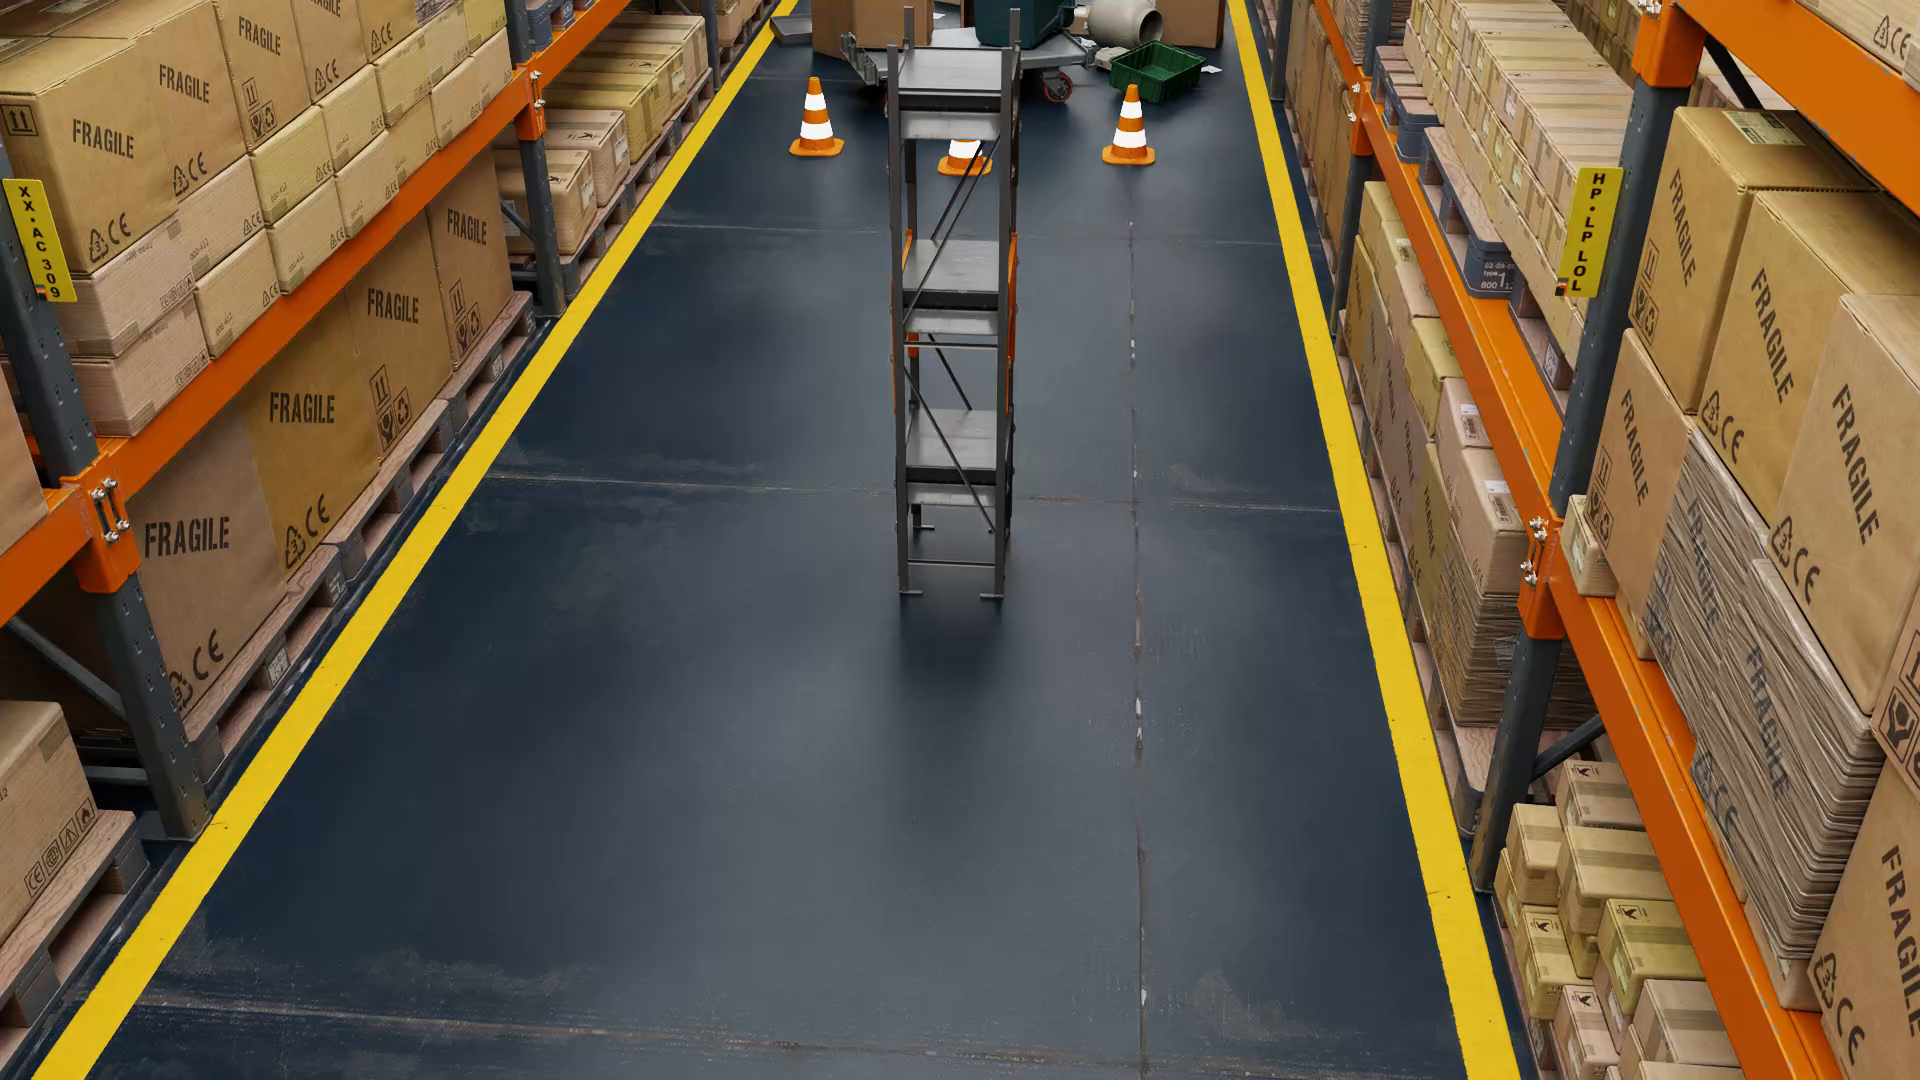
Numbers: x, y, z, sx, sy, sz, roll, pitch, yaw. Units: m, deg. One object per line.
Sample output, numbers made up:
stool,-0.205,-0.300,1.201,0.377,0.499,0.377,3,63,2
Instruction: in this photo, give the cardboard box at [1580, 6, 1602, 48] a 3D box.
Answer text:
cardboard box,2.775,-2.091,6.840,0.380,0.149,0.250,4,32,6

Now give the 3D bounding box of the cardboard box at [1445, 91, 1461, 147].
cardboard box,2.061,-1.595,6.318,0.380,0.149,0.250,3,32,6

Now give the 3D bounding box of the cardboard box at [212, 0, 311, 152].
cardboard box,-2.506,-1.593,5.427,0.500,0.500,0.500,2,32,3

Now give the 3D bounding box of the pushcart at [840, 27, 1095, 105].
pushcart,0.042,-3.373,11.863,1.648,0.377,0.936,-8,33,-13

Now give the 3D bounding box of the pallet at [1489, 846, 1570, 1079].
pallet,2.036,1.321,4.405,1.003,0.211,1.213,2,32,4

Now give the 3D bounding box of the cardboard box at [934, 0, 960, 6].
cardboard box,-0.002,-4.667,14.181,0.380,0.149,0.250,20,37,29

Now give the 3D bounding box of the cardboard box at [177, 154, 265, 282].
cardboard box,-2.555,-1.018,5.209,0.500,0.250,0.500,3,32,5

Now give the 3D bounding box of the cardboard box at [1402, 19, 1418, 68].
cardboard box,2.144,-2.157,7.230,0.380,0.149,0.250,2,32,3

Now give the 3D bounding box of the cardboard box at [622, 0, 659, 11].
cardboard box,-2.454,-4.209,12.226,0.500,0.500,0.500,2,32,3

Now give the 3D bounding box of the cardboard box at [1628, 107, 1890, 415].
cardboard box,1.776,-0.588,3.513,0.500,0.500,0.500,3,32,5

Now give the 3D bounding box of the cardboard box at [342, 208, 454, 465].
cardboard box,-2.776,-0.919,7.007,0.875,0.875,0.875,3,32,5

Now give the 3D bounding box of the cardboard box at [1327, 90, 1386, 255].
cardboard box,2.521,-1.846,8.630,1.050,0.750,0.750,2,32,3

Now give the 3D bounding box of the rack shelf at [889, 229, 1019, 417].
rack shelf,-0.013,-0.796,6.066,0.431,0.518,0.480,2,32,4

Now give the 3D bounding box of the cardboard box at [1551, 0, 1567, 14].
cardboard box,2.687,-2.576,7.976,0.500,0.500,0.500,3,32,5

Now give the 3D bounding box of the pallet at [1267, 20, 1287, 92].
pallet,2.847,-3.609,12.405,1.003,0.211,1.213,2,32,4

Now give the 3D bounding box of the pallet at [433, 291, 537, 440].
pallet,-2.700,-0.873,7.965,1.003,0.211,1.213,2,32,4

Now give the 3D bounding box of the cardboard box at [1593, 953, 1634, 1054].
cardboard box,1.792,1.131,4.090,0.380,0.149,0.250,2,32,4

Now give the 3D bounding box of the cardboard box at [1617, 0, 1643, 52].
cardboard box,2.736,-1.952,6.330,0.380,0.149,0.250,3,32,5

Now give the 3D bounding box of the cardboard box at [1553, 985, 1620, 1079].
cardboard box,1.716,1.264,4.156,0.380,0.149,0.250,2,32,4

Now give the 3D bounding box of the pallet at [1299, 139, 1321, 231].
pallet,2.623,-2.168,10.067,1.003,0.211,1.213,2,32,4

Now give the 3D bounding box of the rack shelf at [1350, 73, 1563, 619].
rack shelf,2.219,-0.958,6.131,1.077,0.370,4.000,2,32,4

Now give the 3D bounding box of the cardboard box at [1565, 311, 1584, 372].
cardboard box,1.891,-0.507,4.552,0.380,0.149,0.250,2,32,3

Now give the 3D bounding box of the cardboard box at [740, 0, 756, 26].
cardboard box,-1.885,-4.145,12.838,0.500,0.250,0.500,4,32,7

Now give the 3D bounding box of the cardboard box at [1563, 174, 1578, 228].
cardboard box,1.915,-0.903,4.628,0.380,0.149,0.250,2,32,3

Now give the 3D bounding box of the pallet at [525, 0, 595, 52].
pallet,-2.608,-2.764,8.559,1.213,0.211,1.003,2,32,4

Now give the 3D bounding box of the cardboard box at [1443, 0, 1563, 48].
cardboard box,2.085,-1.995,6.400,0.380,0.149,0.250,1,32,2

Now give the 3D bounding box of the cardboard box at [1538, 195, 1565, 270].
cardboard box,1.935,-0.901,4.909,0.380,0.149,0.250,4,32,6

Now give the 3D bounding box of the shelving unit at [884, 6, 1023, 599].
shelving unit,-0.013,-0.807,6.059,0.431,2.100,0.503,2,32,4

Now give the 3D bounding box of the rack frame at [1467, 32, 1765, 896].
rack frame,2.056,-0.219,4.246,1.000,3.000,0.127,2,32,4

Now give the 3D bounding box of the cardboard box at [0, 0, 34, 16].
cardboard box,-3.065,-1.361,5.051,0.500,0.500,0.500,3,32,5

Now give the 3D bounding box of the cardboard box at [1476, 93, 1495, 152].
cardboard box,2.021,-1.450,5.799,0.380,0.149,0.250,4,32,6

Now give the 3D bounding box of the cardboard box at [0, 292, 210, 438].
cardboard box,-2.587,-0.532,4.897,0.500,0.250,0.500,2,32,3

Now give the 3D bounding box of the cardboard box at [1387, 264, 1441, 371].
cardboard box,1.990,-0.870,6.571,0.500,0.250,0.500,3,32,4

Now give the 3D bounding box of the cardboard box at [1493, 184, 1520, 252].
cardboard box,1.971,-1.049,5.433,0.380,0.149,0.250,1,32,2

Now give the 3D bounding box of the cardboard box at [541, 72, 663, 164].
cardboard box,-2.385,-2.606,10.225,0.950,0.372,0.625,3,32,6

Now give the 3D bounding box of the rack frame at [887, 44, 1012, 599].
rack frame,-0.033,-0.680,5.852,0.400,2.100,0.015,2,32,4

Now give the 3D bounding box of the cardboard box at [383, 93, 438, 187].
cardboard box,-2.426,-1.599,6.629,0.500,0.250,0.500,2,32,3

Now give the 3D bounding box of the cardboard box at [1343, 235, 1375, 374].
cardboard box,2.070,-1.066,7.603,0.500,0.500,0.500,1,32,2

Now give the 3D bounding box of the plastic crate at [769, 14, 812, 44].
plastic crate,-1.290,-4.103,13.332,0.402,0.080,0.583,-8,33,-13

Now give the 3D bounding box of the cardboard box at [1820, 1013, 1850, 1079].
cardboard box,1.672,0.855,2.742,0.380,0.149,0.250,4,32,6

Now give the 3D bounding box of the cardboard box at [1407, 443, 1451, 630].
cardboard box,1.907,0.001,5.872,0.500,0.500,0.500,2,32,3

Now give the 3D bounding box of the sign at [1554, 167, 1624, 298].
sign,1.502,-0.733,3.977,0.100,0.325,0.005,2,32,4

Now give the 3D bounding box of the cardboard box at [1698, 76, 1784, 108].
cardboard box,2.651,-1.406,5.445,0.380,0.149,0.250,4,32,6

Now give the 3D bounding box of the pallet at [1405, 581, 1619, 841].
pallet,2.118,0.561,5.638,1.003,0.211,1.213,2,32,4

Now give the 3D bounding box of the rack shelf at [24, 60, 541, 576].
rack shelf,-2.723,-1.117,6.389,1.077,0.370,4.000,2,32,4

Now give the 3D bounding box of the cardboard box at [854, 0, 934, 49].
cardboard box,-0.458,-3.758,11.650,0.500,0.500,0.500,2,32,4

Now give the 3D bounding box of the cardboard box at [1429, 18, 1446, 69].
cardboard box,2.104,-1.983,6.664,0.380,0.149,0.250,2,32,2

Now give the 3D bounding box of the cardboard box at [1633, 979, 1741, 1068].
cardboard box,1.770,1.147,3.779,0.380,0.149,0.250,2,32,3

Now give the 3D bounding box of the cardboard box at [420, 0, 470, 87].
cardboard box,-2.385,-2.085,6.941,0.500,0.250,0.500,2,32,3

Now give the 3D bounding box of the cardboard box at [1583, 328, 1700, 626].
cardboard box,1.764,-0.140,3.739,0.500,0.500,0.500,2,32,3

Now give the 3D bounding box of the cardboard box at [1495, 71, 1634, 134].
cardboard box,2.001,-1.443,5.505,0.380,0.149,0.250,1,32,2

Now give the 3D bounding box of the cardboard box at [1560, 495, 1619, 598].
cardboard box,1.707,0.022,4.094,0.380,0.149,0.250,4,32,6
